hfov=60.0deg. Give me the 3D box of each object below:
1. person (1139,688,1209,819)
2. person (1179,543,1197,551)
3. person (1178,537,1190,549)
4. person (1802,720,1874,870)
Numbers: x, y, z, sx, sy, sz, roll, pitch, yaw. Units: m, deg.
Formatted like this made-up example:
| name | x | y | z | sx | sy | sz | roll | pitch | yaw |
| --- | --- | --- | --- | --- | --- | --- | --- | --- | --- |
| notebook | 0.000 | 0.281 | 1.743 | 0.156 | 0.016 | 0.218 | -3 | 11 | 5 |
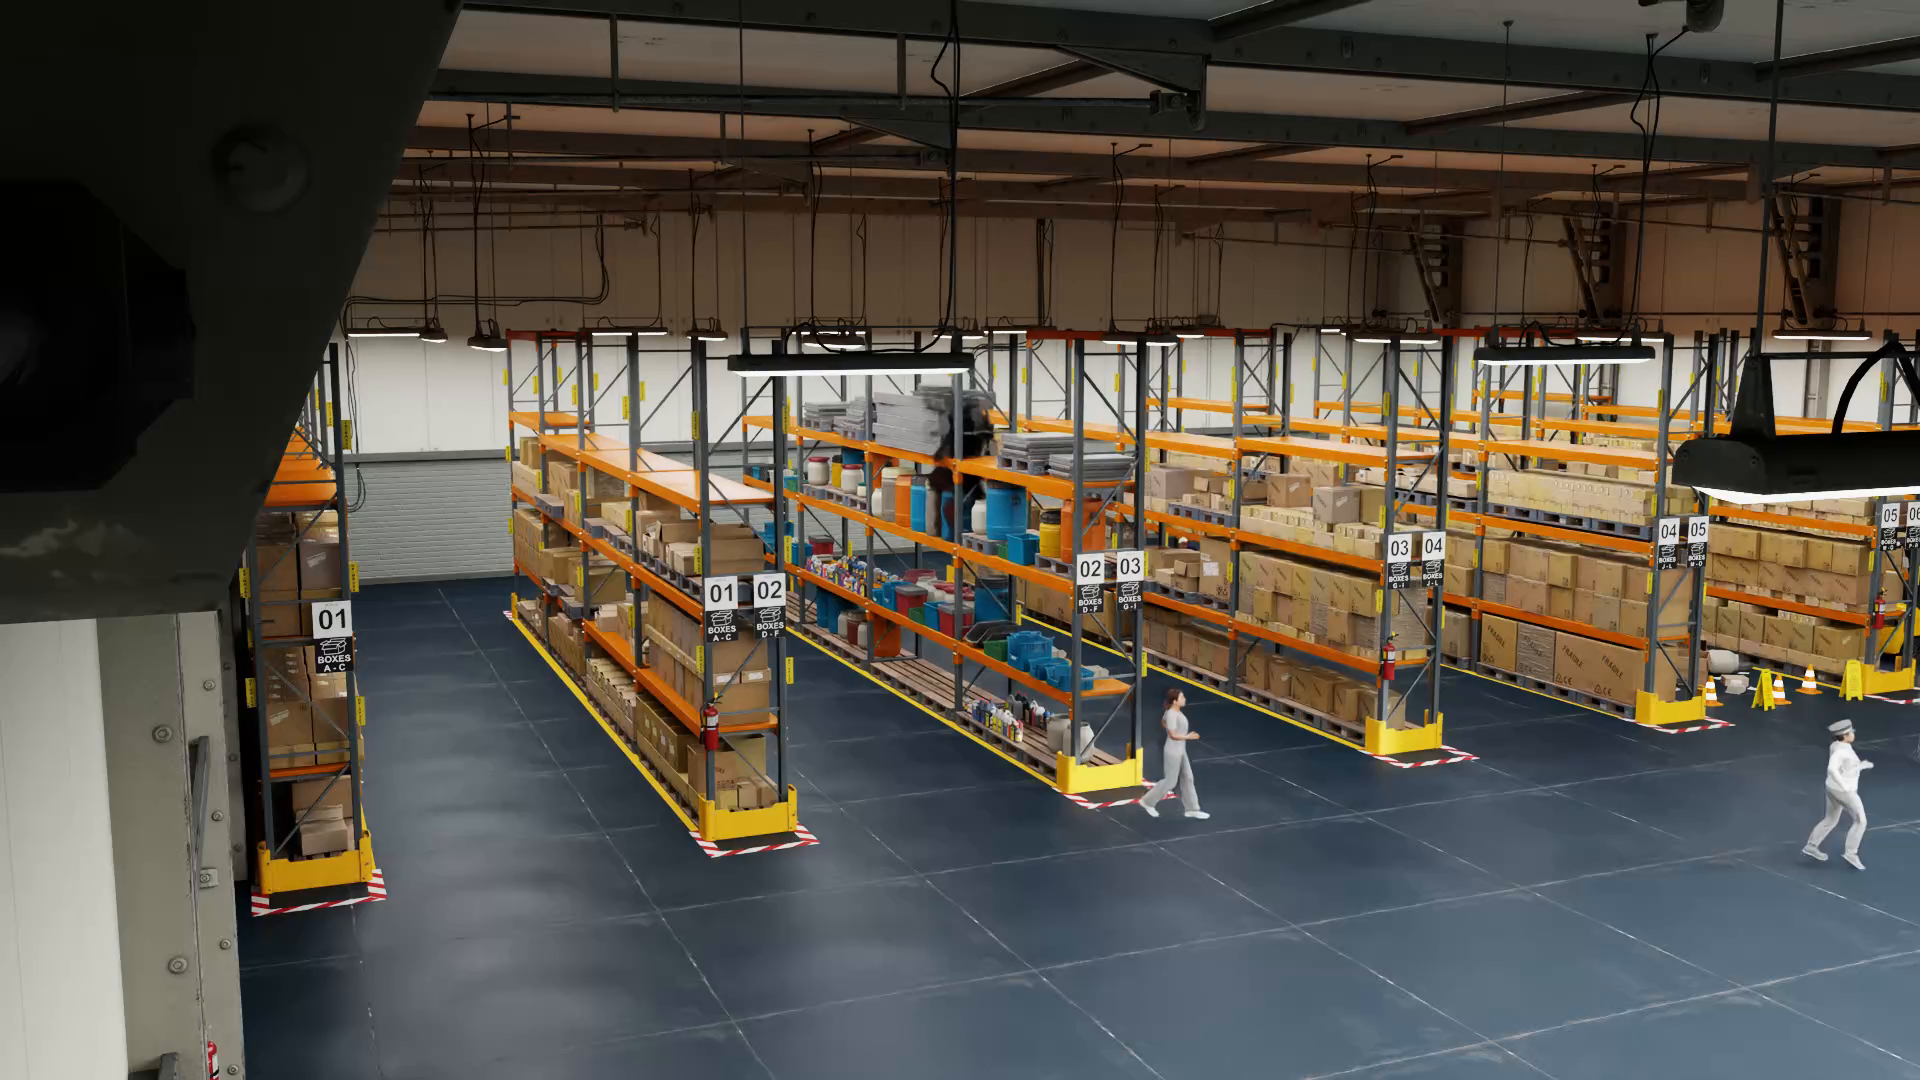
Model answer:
| name | x | y | z | sx | sy | sz | roll | pitch | yaw |
| --- | --- | --- | --- | --- | --- | --- | --- | --- | --- |
| person | 2.686 | 2.662 | 20.782 | 0.876 | 1.655 | 0.581 | 2 | 8 | 15 |
| person | 5.692 | -0.243 | 42.277 | 0.933 | 1.628 | 0.611 | -3 | 8 | -23 |
| person | 4.559 | 0.815 | 34.196 | 0.668 | 1.786 | 0.892 | -3 | 8 | -24 |
| person | 10.090 | 2.914 | 19.050 | 0.709 | 1.752 | 0.593 | 1 | 8 | 6 |
